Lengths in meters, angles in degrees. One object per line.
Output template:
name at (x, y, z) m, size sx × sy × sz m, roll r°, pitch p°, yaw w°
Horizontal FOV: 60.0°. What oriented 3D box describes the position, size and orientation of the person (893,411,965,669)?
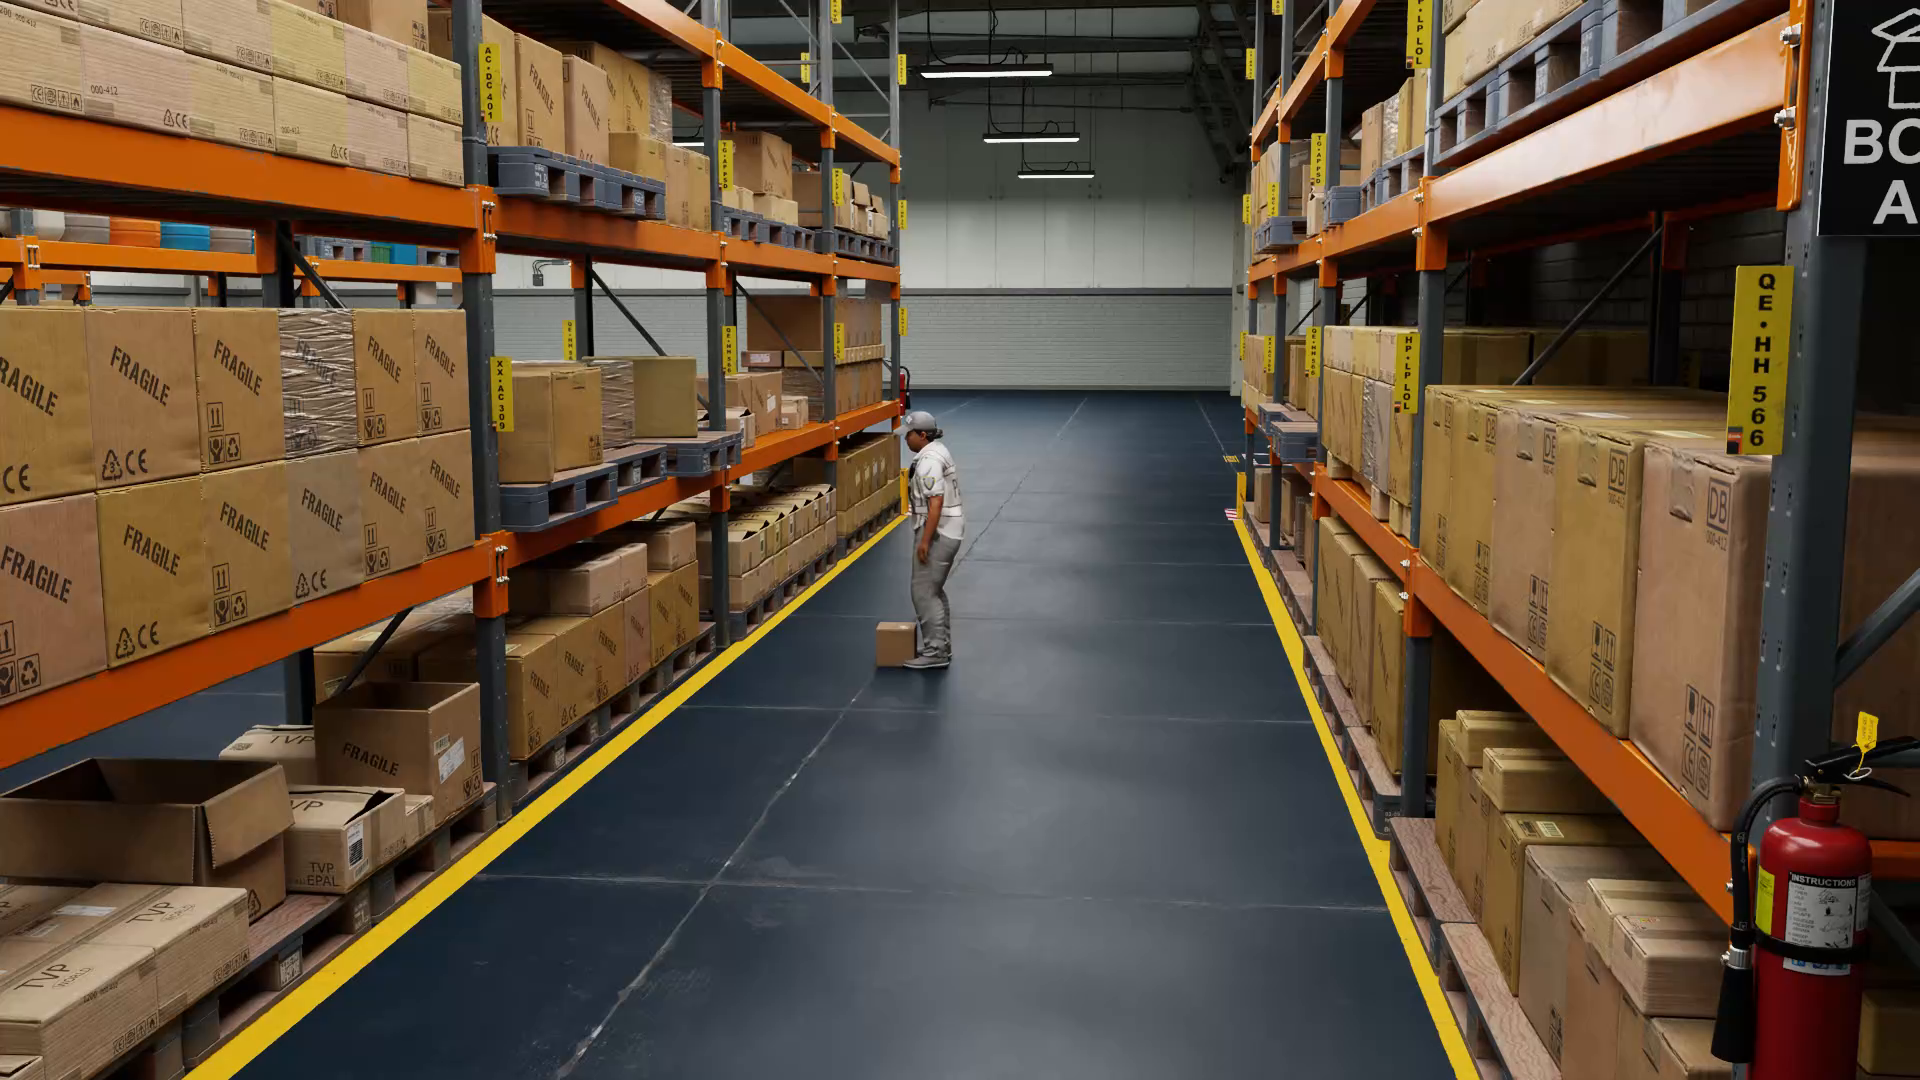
person at (-0.199, -0.011, 10.852) m, size 0.464 × 1.667 × 0.564 m, roll 0°, pitch 8°, yaw 3°
